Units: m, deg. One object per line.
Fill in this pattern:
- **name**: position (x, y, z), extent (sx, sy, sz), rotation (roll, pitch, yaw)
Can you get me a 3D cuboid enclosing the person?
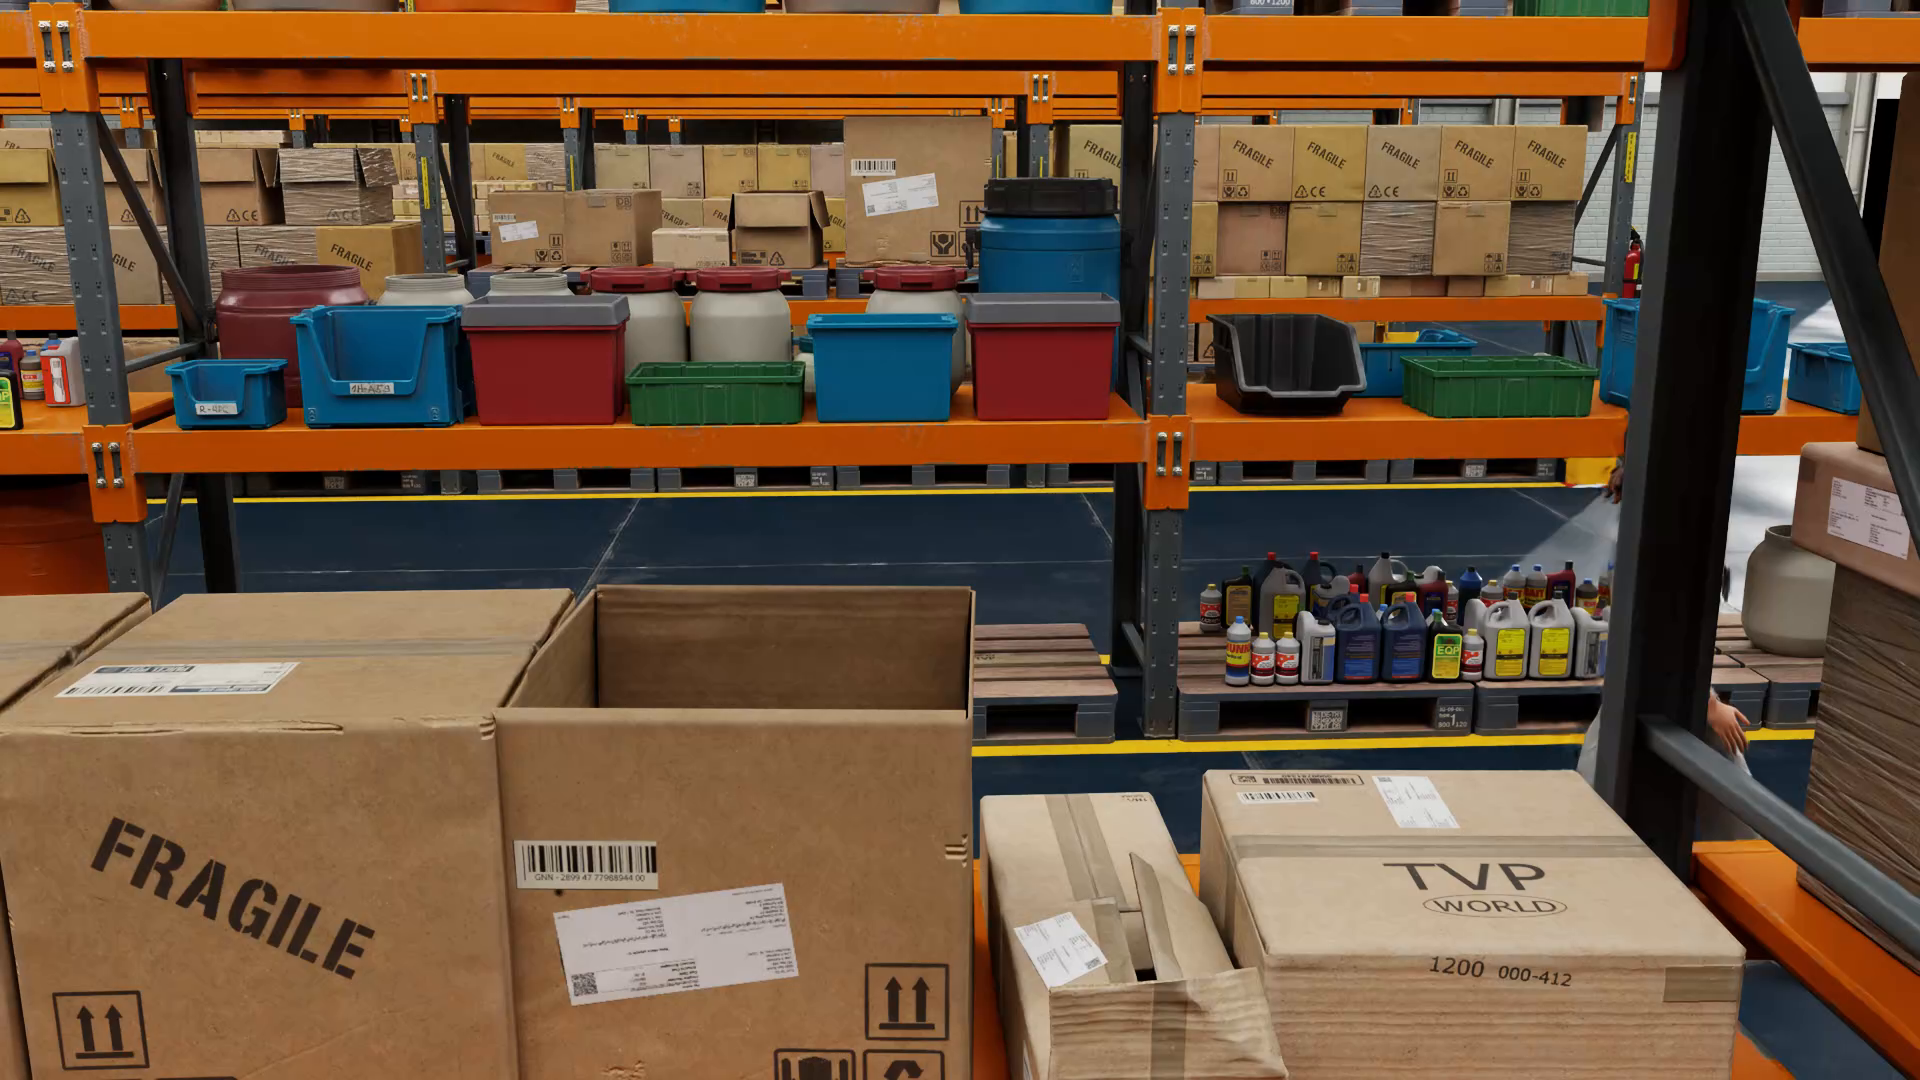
- **person**: position (2.012, 0.431, 4.726), extent (1.025, 1.617, 0.446), rotation (8, 16, 30)
